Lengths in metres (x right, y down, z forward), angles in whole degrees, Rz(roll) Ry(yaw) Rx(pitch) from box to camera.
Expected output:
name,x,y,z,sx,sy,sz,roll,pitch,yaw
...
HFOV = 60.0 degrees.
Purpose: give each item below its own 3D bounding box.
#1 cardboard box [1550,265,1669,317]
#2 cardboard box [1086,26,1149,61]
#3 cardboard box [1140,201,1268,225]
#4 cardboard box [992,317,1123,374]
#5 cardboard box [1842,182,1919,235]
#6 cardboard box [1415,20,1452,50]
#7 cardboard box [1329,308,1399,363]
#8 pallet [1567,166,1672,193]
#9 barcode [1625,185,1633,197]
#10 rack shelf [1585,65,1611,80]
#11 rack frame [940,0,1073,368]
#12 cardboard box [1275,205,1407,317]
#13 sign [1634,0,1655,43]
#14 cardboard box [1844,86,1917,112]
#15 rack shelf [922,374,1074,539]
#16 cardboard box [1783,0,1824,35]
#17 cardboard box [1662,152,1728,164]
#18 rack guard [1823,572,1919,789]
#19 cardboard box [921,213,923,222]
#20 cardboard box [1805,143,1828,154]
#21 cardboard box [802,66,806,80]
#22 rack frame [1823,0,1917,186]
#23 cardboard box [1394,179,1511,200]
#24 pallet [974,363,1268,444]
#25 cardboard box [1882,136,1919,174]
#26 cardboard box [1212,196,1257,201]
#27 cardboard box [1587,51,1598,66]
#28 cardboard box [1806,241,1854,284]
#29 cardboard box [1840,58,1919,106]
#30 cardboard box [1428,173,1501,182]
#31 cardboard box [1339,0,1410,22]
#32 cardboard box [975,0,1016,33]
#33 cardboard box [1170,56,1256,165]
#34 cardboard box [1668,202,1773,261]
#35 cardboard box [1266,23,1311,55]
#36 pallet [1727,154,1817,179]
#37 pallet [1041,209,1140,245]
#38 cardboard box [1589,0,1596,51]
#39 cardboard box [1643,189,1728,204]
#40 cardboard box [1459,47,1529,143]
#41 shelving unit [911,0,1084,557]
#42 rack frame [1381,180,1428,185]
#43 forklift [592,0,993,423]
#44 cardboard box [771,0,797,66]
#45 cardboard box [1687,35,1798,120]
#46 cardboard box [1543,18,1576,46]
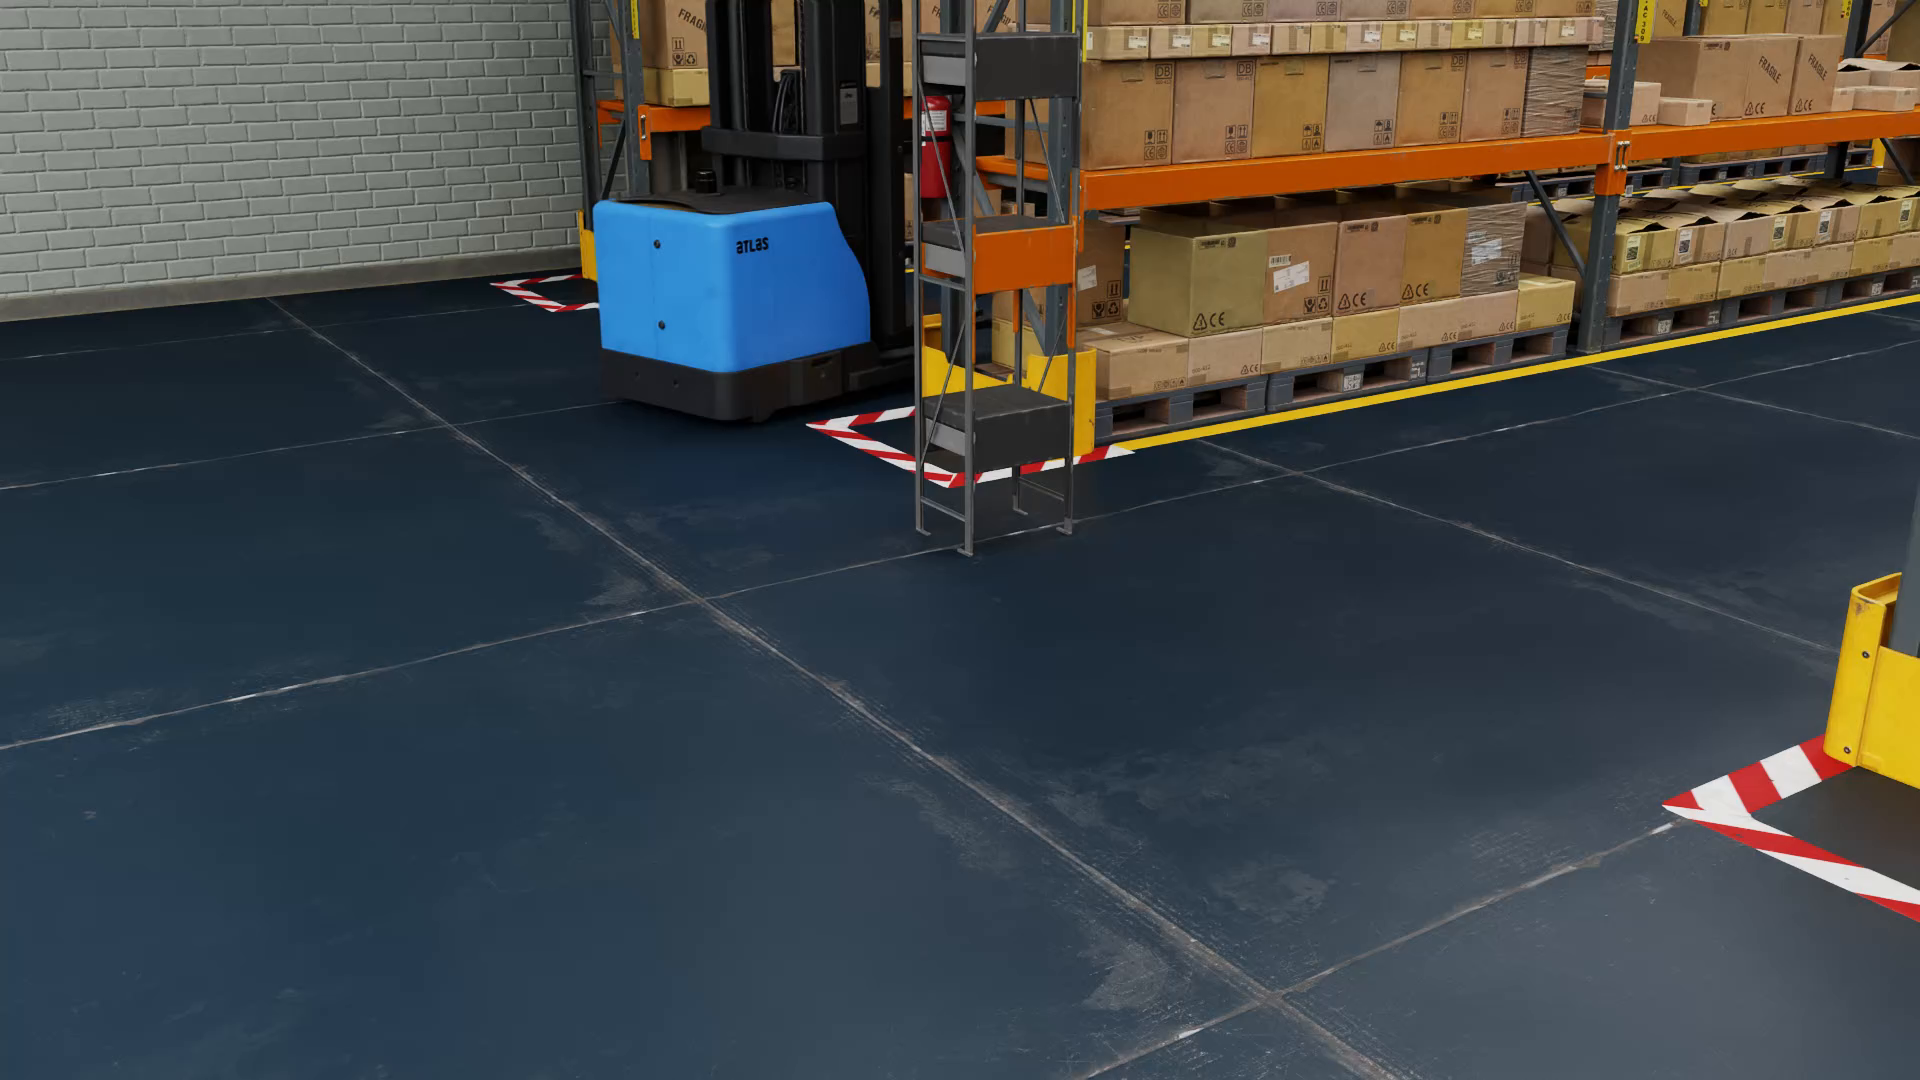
name,x,y,z,sx,sy,sz,roll,pitch,yaw
cardboard box,4.039,-1.579,10.369,0.500,0.250,0.500,-13,22,-33
cardboard box,0.672,-2.339,7.812,0.250,0.149,0.380,-12,22,-32
cardboard box,1.337,-1.579,9.198,0.500,0.500,0.500,-12,22,-31
cardboard box,0.511,-1.043,8.784,0.500,0.250,0.500,-12,22,-31
cardboard box,6.605,-2.386,11.881,0.500,0.311,0.500,-11,22,-30
cardboard box,2.396,-2.704,8.890,0.250,0.149,0.380,-11,22,-30
cardboard box,2.049,-1.168,9.155,0.500,0.250,0.500,-12,22,-31
pallet,6.917,-3.934,18.052,1.213,0.211,1.003,-12,22,-31
barcode,4.008,-2.090,9.962,0.075,0.075,0.001,-12,22,-31
rack shelf,5.850,-4.718,17.141,4.000,0.370,1.077,-12,22,-31
rack frame,0.225,-1.973,7.898,0.127,3.000,1.000,-12,22,-31
cardboard box,2.050,-1.523,9.034,0.500,0.500,0.500,-12,22,-31
sign,3.873,-2.977,9.392,0.005,0.325,0.100,-12,22,-31
cardboard box,6.308,-3.031,11.419,0.250,0.149,0.380,-12,22,-31
rack shelf,0.138,-0.348,6.723,0.480,0.518,0.431,-12,22,-31
cardboard box,9.197,-5.902,19.052,0.700,0.700,0.980,-13,23,-34
cardboard box,8.201,-4.530,18.709,0.500,0.500,0.700,-12,22,-31
rack guard,2.984,0.511,4.454,0.348,0.500,1.175,-12,22,-31
cardboard box,-0.508,-2.584,13.468,0.250,0.149,0.380,-14,23,-36
cardboard box,9.913,-4.892,19.780,0.500,0.500,0.700,-12,22,-32
cardboard box,-1.065,-3.420,12.382,0.500,0.250,0.500,-12,22,-32
rack frame,6.907,-3.382,12.066,0.127,3.000,1.000,-12,22,-31
cardboard box,3.007,-1.931,10.241,0.500,0.500,0.500,-12,22,-31
pallet,0.841,-0.798,8.776,1.213,0.211,1.003,-12,22,-31
cardboard box,7.604,-3.000,12.981,0.500,0.250,0.500,-11,22,-29
cardboard box,2.297,-3.344,15.169,0.500,0.500,0.700,-12,22,-31
cardboard box,6.308,-4.954,17.077,0.250,0.149,0.380,-13,22,-33
cardboard box,5.751,-1.941,11.441,0.500,0.250,0.500,-11,22,-30
cardboard box,6.579,-3.288,11.925,0.500,0.311,0.500,-10,21,-28
cardboard box,4.866,-3.982,16.540,0.750,0.750,0.750,-12,22,-32
cardboard box,1.942,-2.995,8.737,0.500,0.500,0.700,-12,22,-31
cardboard box,0.200,-4.040,13.044,0.500,0.500,0.500,-12,22,-32
cardboard box,1.058,-2.193,8.392,0.500,0.500,0.700,-11,22,-30
cardboard box,4.901,-2.024,10.811,0.500,0.311,0.500,-13,22,-33
cardboard box,1.533,-2.522,8.351,0.250,0.149,0.380,-13,23,-33
pallet,9.218,-4.419,19.488,1.213,0.211,1.003,-12,22,-31
pallet,1.488,-2.819,14.753,1.213,0.211,1.003,-12,22,-31
cardboard box,6.014,-5.192,16.768,0.500,0.500,0.500,-11,22,-30
cardboard box,5.018,-2.256,11.496,0.500,0.311,0.500,-12,22,-32
cardboard box,2.762,-2.551,9.450,0.500,0.500,0.700,-12,22,-32
shelving unit,0.138,-1.024,6.495,0.503,2.100,0.431,-12,22,-31
rack frame,4.179,-4.707,15.983,0.127,3.000,1.000,-12,22,-31
forklift,-0.579,-2.379,9.206,1.130,2.935,3.031,15,24,38
cardboard box,-1.520,-3.679,11.976,0.500,0.500,0.500,-12,22,-31
cardboard box,5.075,-3.037,10.889,0.500,0.500,0.500,-12,22,-31
cardboard box,3.249,-2.884,9.424,0.250,0.149,0.380,-12,22,-33
